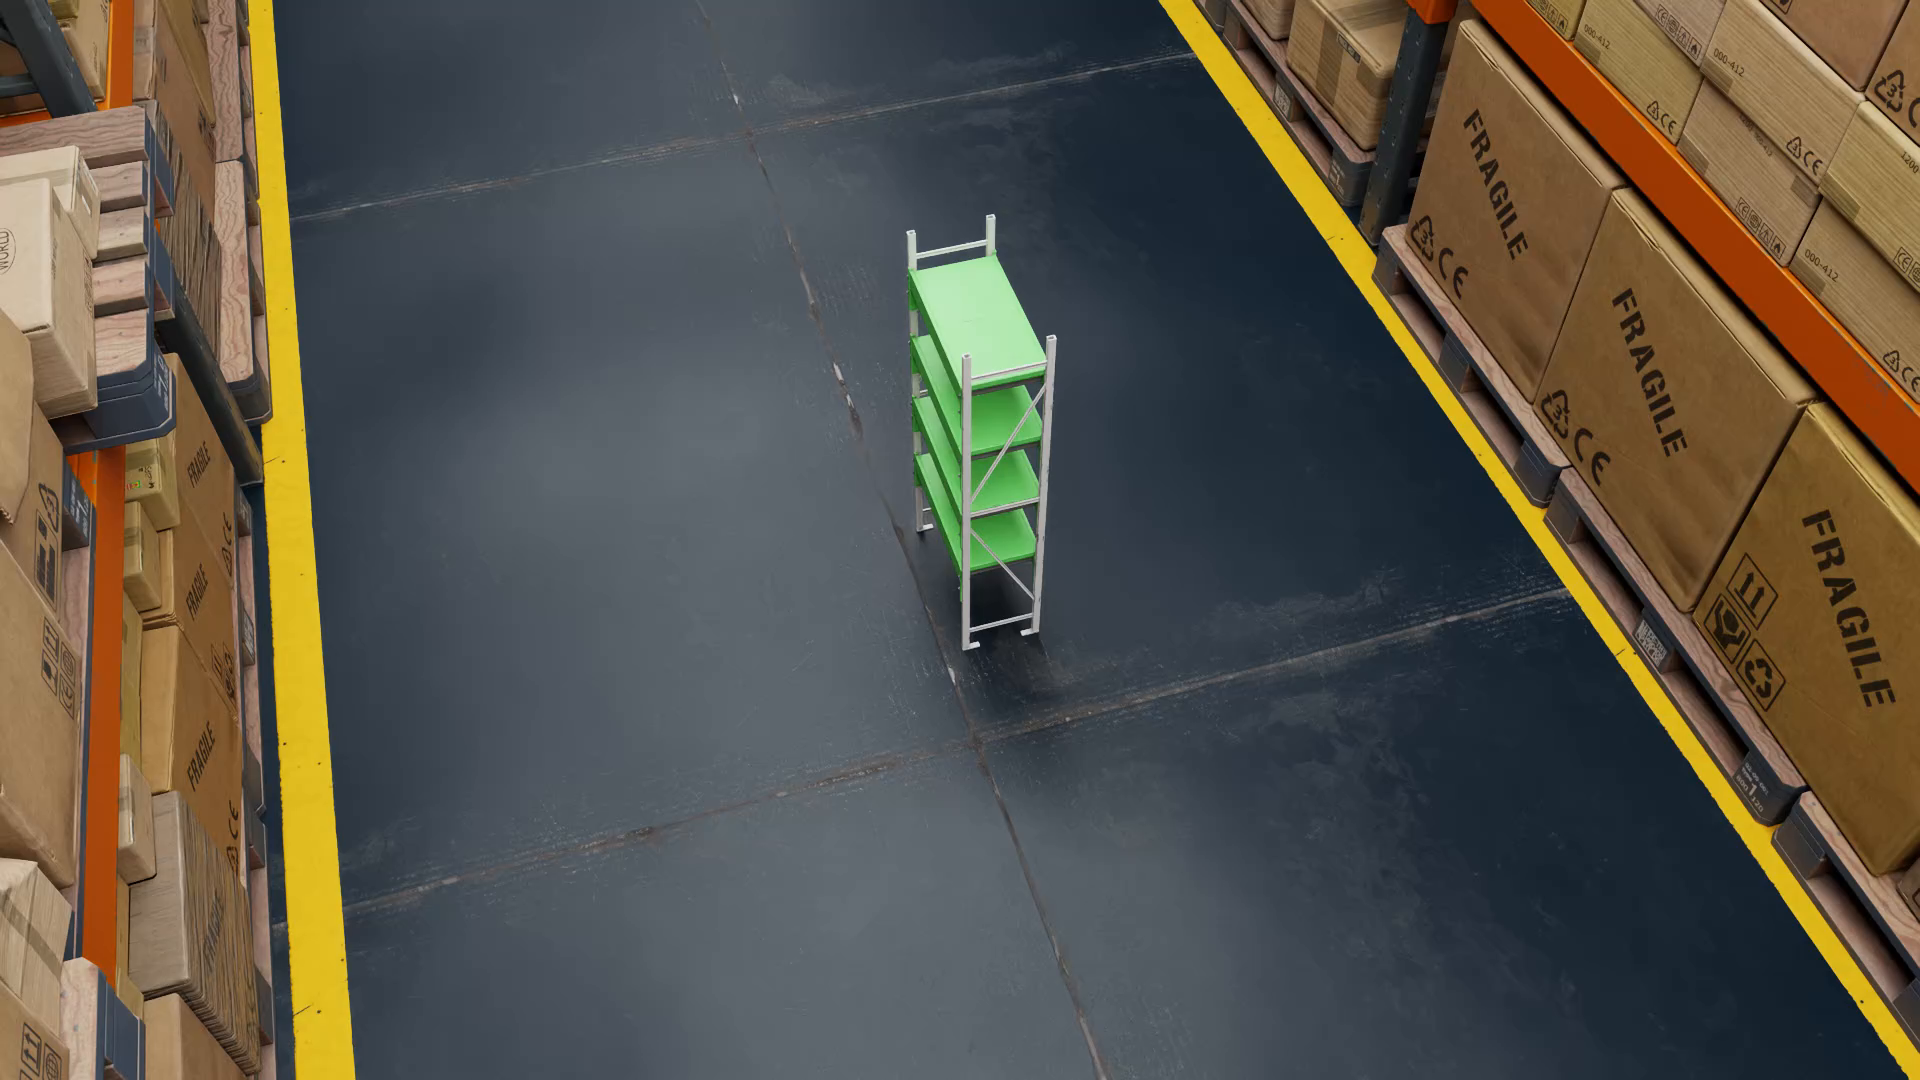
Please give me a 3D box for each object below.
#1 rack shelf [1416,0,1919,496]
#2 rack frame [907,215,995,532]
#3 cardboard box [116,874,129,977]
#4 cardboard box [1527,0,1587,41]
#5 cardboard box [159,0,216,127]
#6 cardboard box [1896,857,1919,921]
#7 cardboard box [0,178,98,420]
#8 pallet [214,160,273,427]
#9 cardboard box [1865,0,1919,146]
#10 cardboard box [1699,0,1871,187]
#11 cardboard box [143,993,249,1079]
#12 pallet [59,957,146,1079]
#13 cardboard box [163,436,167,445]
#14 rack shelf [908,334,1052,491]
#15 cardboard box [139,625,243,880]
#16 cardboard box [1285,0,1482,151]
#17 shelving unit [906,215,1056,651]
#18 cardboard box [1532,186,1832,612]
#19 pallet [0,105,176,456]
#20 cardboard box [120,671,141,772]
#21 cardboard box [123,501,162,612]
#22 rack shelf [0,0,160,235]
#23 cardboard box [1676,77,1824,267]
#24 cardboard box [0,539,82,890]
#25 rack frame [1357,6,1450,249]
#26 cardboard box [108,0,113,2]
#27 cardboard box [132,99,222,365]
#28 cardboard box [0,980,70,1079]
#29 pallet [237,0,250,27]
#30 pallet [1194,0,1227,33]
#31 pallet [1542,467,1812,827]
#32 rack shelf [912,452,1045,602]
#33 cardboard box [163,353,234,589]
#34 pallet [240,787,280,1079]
[{"bbox_3d":[2.576,-0.511,4.190,1.077,0.370,4.000,-13,51,-11],"label":"rack shelf"},{"bbox_3d":[-0.023,-0.444,4.840,0.240,1.200,0.015,-13,51,-11],"label":"rack frame"},{"bbox_3d":[-1.979,0.852,3.506,0.380,0.149,0.250,-13,51,-11],"label":"cardboard box"},{"bbox_3d":[1.889,-1.741,4.854,0.500,0.250,0.500,-14,51,-12],"label":"cardboard box"},{"bbox_3d":[-3.328,-1.875,6.147,0.875,0.625,0.625,-15,52,-12],"label":"cardboard box"},{"bbox_3d":[2.908,0.832,3.701,0.875,0.875,0.875,-12,51,-10],"label":"cardboard box"},{"bbox_3d":[-2.135,-0.469,3.506,0.500,0.250,0.500,-15,52,-13],"label":"cardboard box"},{"bbox_3d":[-2.962,-0.790,5.778,1.003,0.211,1.213,-13,51,-11],"label":"pallet"},{"bbox_3d":[2.337,-1.032,3.439,0.500,0.500,0.500,-13,51,-10],"label":"cardboard box"},{"bbox_3d":[2.186,-1.146,4.026,0.500,0.250,0.500,-13,51,-11],"label":"cardboard box"},{"bbox_3d":[-1.812,1.357,3.505,0.500,0.500,0.500,-15,51,-12],"label":"cardboard box"},{"bbox_3d":[-1.705,1.296,2.321,1.003,0.211,1.213,-13,51,-11],"label":"pallet"},{"bbox_3d":[-2.368,-0.314,4.489,0.380,0.149,0.250,-16,52,-13],"label":"cardboard box"},{"bbox_3d":[0.049,-0.379,4.555,0.258,0.148,0.480,-13,51,-11],"label":"rack shelf"},{"bbox_3d":[-2.130,0.601,4.142,0.500,0.500,0.500,-11,51,-9],"label":"cardboard box"},{"bbox_3d":[1.827,-1.907,6.340,0.950,0.372,0.625,-16,52,-13],"label":"cardboard box"},{"bbox_3d":[0.049,-0.266,4.689,0.258,1.200,0.503,-13,51,-11],"label":"shelving unit"},{"bbox_3d":[2.369,-0.479,4.807,0.875,0.875,0.875,-13,51,-11],"label":"cardboard box"},{"bbox_3d":[-2.489,-0.538,3.867,1.213,0.211,1.003,-13,51,-11],"label":"pallet"},{"bbox_3d":[-2.113,0.466,3.832,0.380,0.149,0.250,-14,51,-12],"label":"cardboard box"},{"bbox_3d":[-2.222,0.080,4.156,0.380,0.149,0.250,-15,51,-12],"label":"cardboard box"},{"bbox_3d":[-3.348,-2.308,5.704,1.077,0.370,4.000,-13,51,-11],"label":"rack shelf"},{"bbox_3d":[2.207,-0.986,4.217,0.500,0.250,0.500,-12,51,-10],"label":"cardboard box"},{"bbox_3d":[-1.888,0.320,2.679,0.700,0.500,0.500,-14,51,-11],"label":"cardboard box"},{"bbox_3d":[1.984,-2.204,5.146,1.000,3.000,0.127,-13,51,-11],"label":"rack frame"},{"bbox_3d":[-2.798,-1.778,4.885,0.500,0.250,0.500,-14,51,-12],"label":"cardboard box"},{"bbox_3d":[-2.927,-0.907,5.332,0.875,0.625,0.625,-12,51,-10],"label":"cardboard box"},{"bbox_3d":[-1.656,0.893,2.195,0.700,0.500,0.500,-13,51,-11],"label":"cardboard box"},{"bbox_3d":[-3.684,-2.572,7.280,1.003,0.211,1.213,-13,51,-11],"label":"pallet"},{"bbox_3d":[1.398,-2.766,7.443,1.003,0.211,1.213,-13,51,-11],"label":"pallet"},{"bbox_3d":[2.503,0.177,4.963,1.003,0.211,1.213,-13,51,-11],"label":"pallet"},{"bbox_3d":[0.049,-0.070,4.922,0.258,0.148,0.480,-13,51,-11],"label":"rack shelf"},{"bbox_3d":[-2.426,-0.148,4.773,0.500,0.500,0.500,-12,51,-10],"label":"cardboard box"},{"bbox_3d":[-2.214,1.263,4.047,1.003,0.211,1.213,-13,51,-11],"label":"pallet"}]
